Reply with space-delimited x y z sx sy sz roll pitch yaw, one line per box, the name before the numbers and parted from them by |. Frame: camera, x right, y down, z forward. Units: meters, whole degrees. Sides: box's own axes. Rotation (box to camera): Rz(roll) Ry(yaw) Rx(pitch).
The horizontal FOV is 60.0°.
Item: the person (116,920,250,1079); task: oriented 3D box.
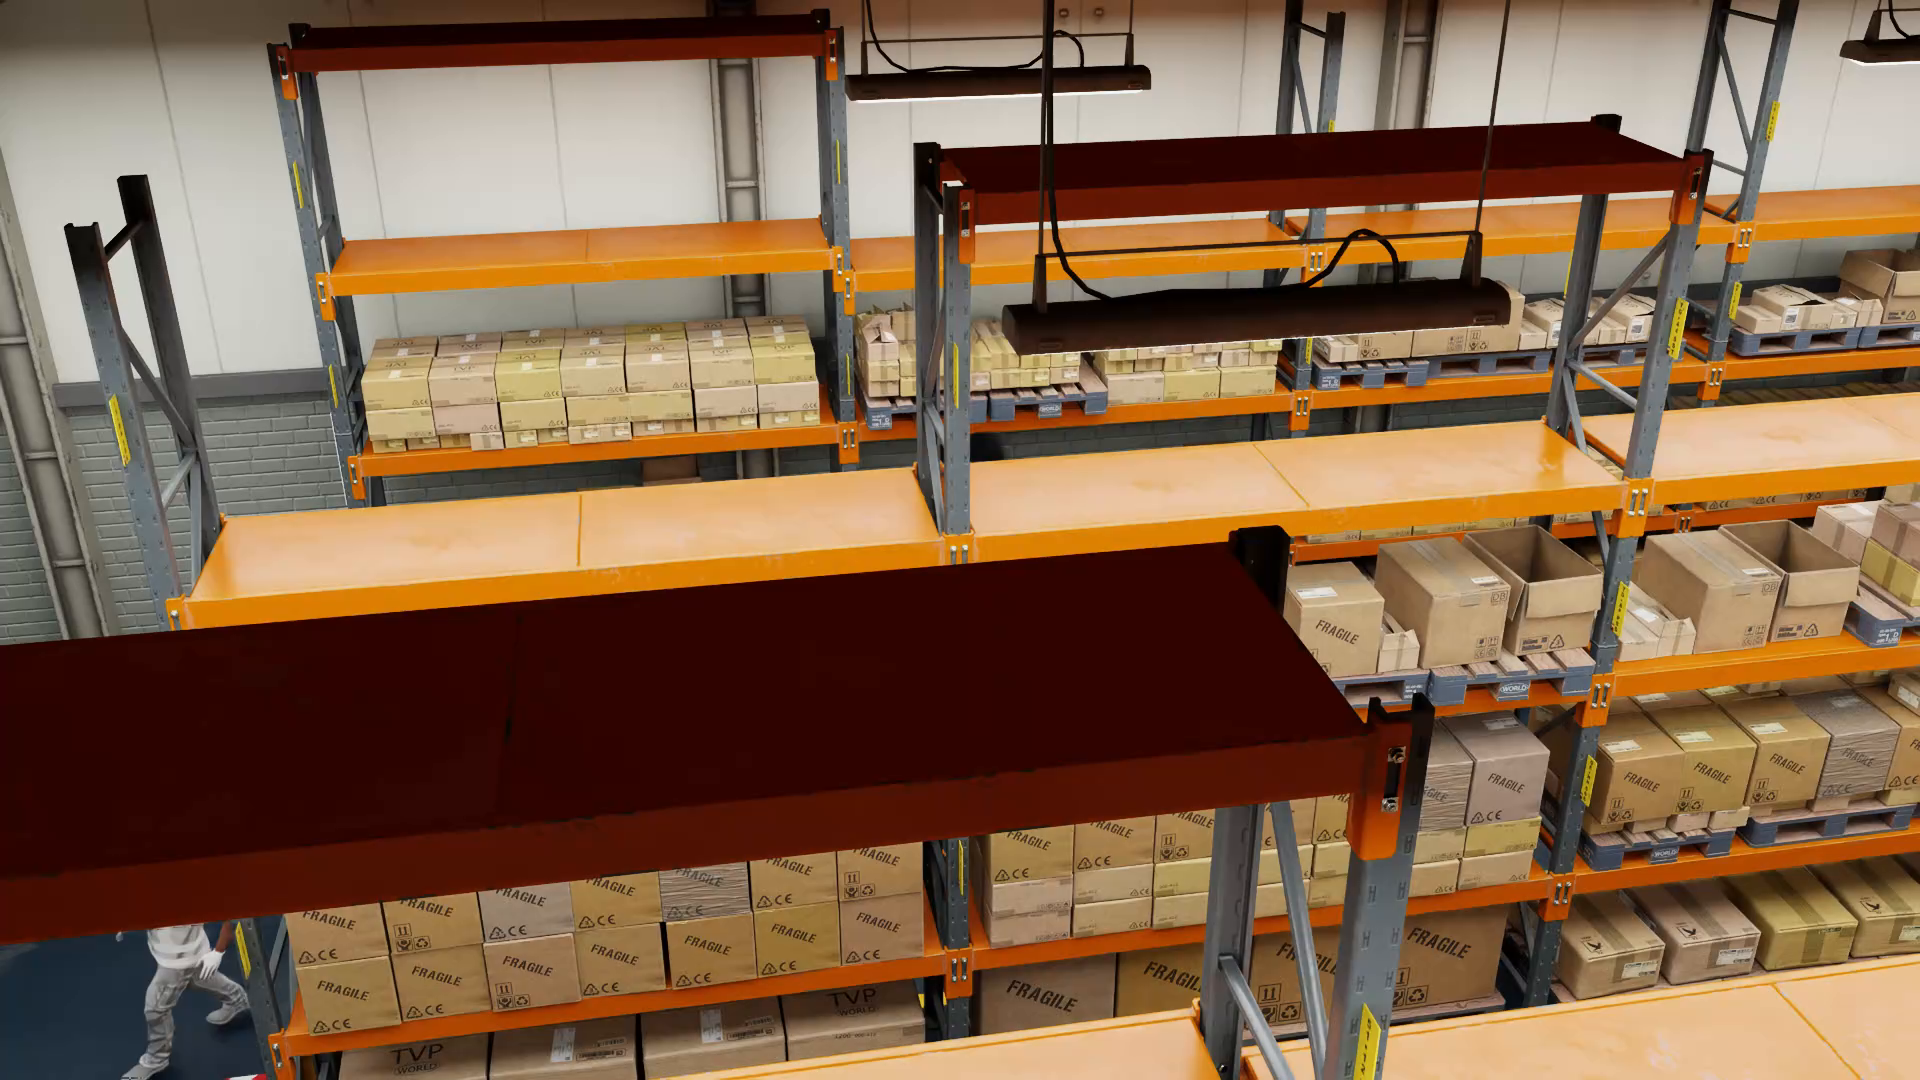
person | -5.081 2.681 10.698 0.917 1.763 0.734 -20 32 -36
